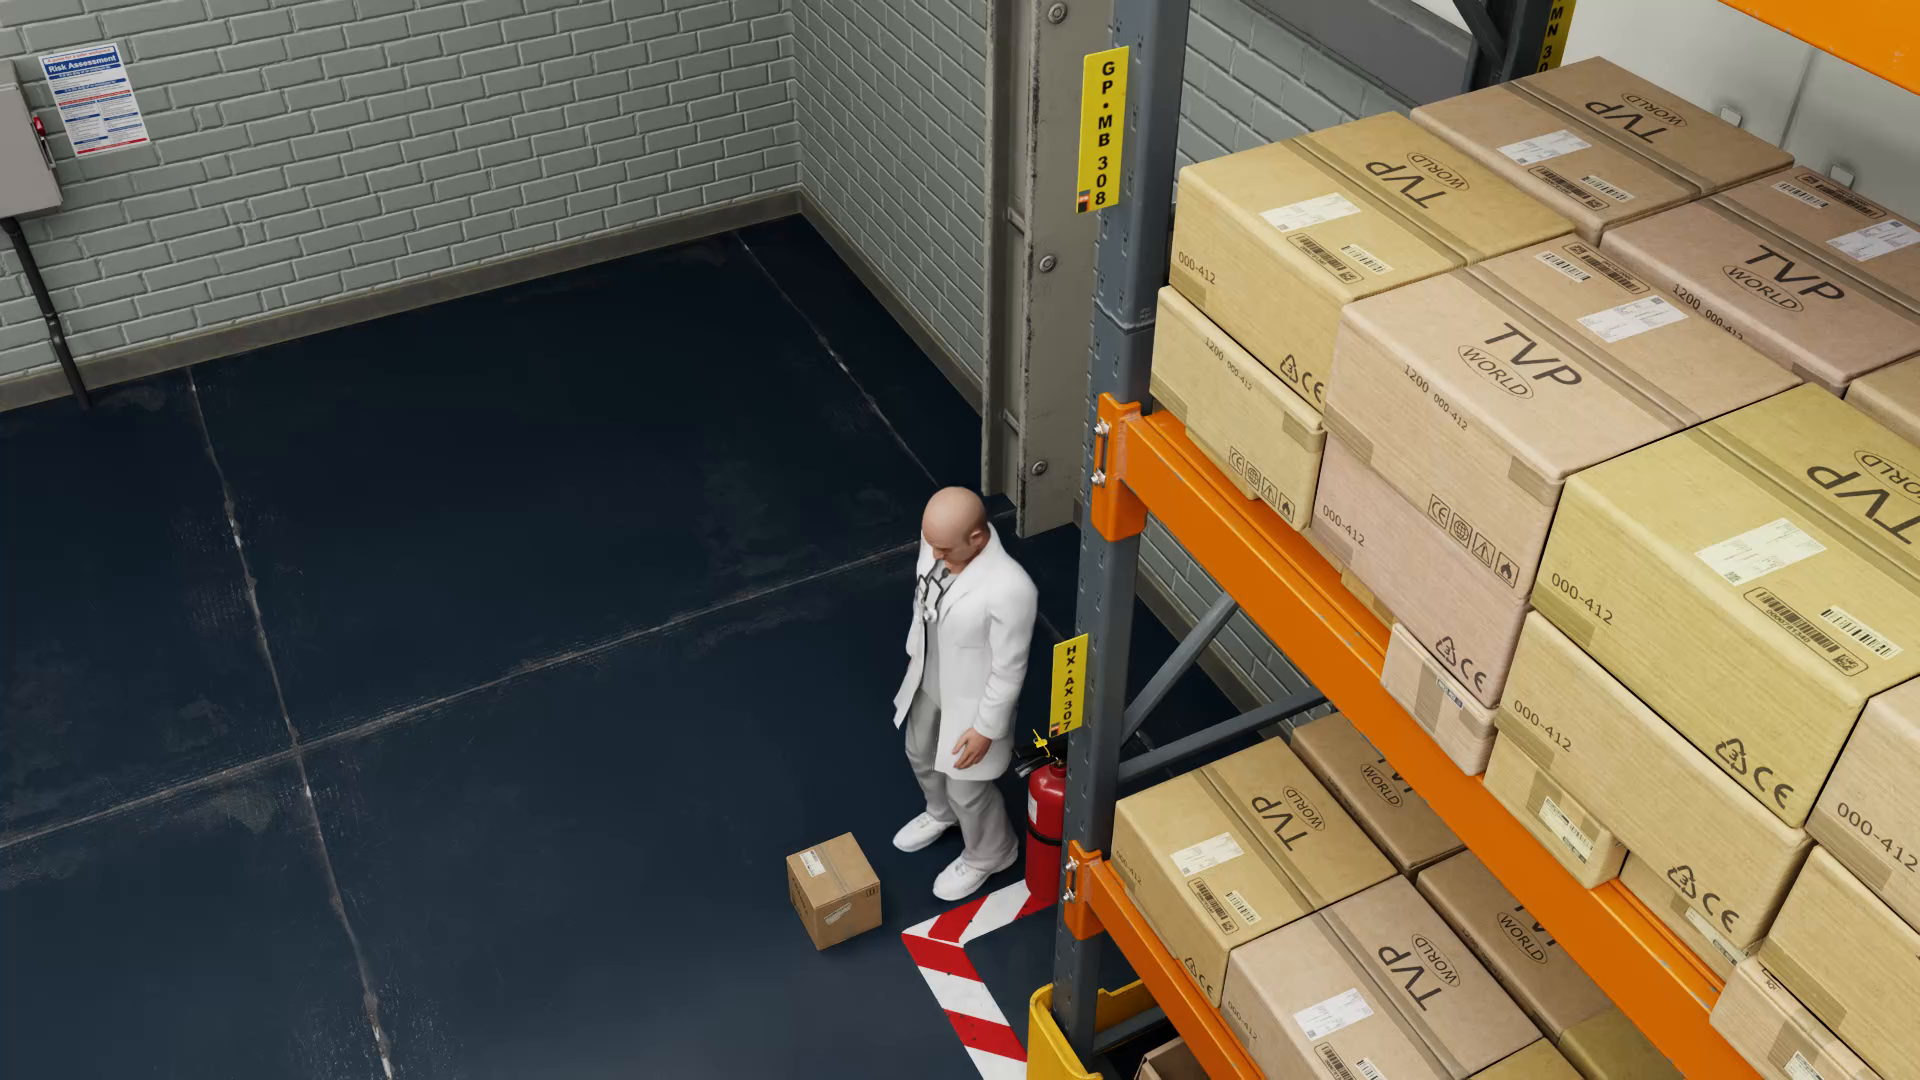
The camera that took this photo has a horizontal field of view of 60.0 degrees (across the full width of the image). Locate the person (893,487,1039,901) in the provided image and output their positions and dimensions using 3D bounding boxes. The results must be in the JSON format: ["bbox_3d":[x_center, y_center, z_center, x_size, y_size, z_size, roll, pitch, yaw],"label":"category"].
[{"bbox_3d":[0.003,0.512,5.595,0.383,1.763,0.572,-22,45,-24],"label":"person"}]
